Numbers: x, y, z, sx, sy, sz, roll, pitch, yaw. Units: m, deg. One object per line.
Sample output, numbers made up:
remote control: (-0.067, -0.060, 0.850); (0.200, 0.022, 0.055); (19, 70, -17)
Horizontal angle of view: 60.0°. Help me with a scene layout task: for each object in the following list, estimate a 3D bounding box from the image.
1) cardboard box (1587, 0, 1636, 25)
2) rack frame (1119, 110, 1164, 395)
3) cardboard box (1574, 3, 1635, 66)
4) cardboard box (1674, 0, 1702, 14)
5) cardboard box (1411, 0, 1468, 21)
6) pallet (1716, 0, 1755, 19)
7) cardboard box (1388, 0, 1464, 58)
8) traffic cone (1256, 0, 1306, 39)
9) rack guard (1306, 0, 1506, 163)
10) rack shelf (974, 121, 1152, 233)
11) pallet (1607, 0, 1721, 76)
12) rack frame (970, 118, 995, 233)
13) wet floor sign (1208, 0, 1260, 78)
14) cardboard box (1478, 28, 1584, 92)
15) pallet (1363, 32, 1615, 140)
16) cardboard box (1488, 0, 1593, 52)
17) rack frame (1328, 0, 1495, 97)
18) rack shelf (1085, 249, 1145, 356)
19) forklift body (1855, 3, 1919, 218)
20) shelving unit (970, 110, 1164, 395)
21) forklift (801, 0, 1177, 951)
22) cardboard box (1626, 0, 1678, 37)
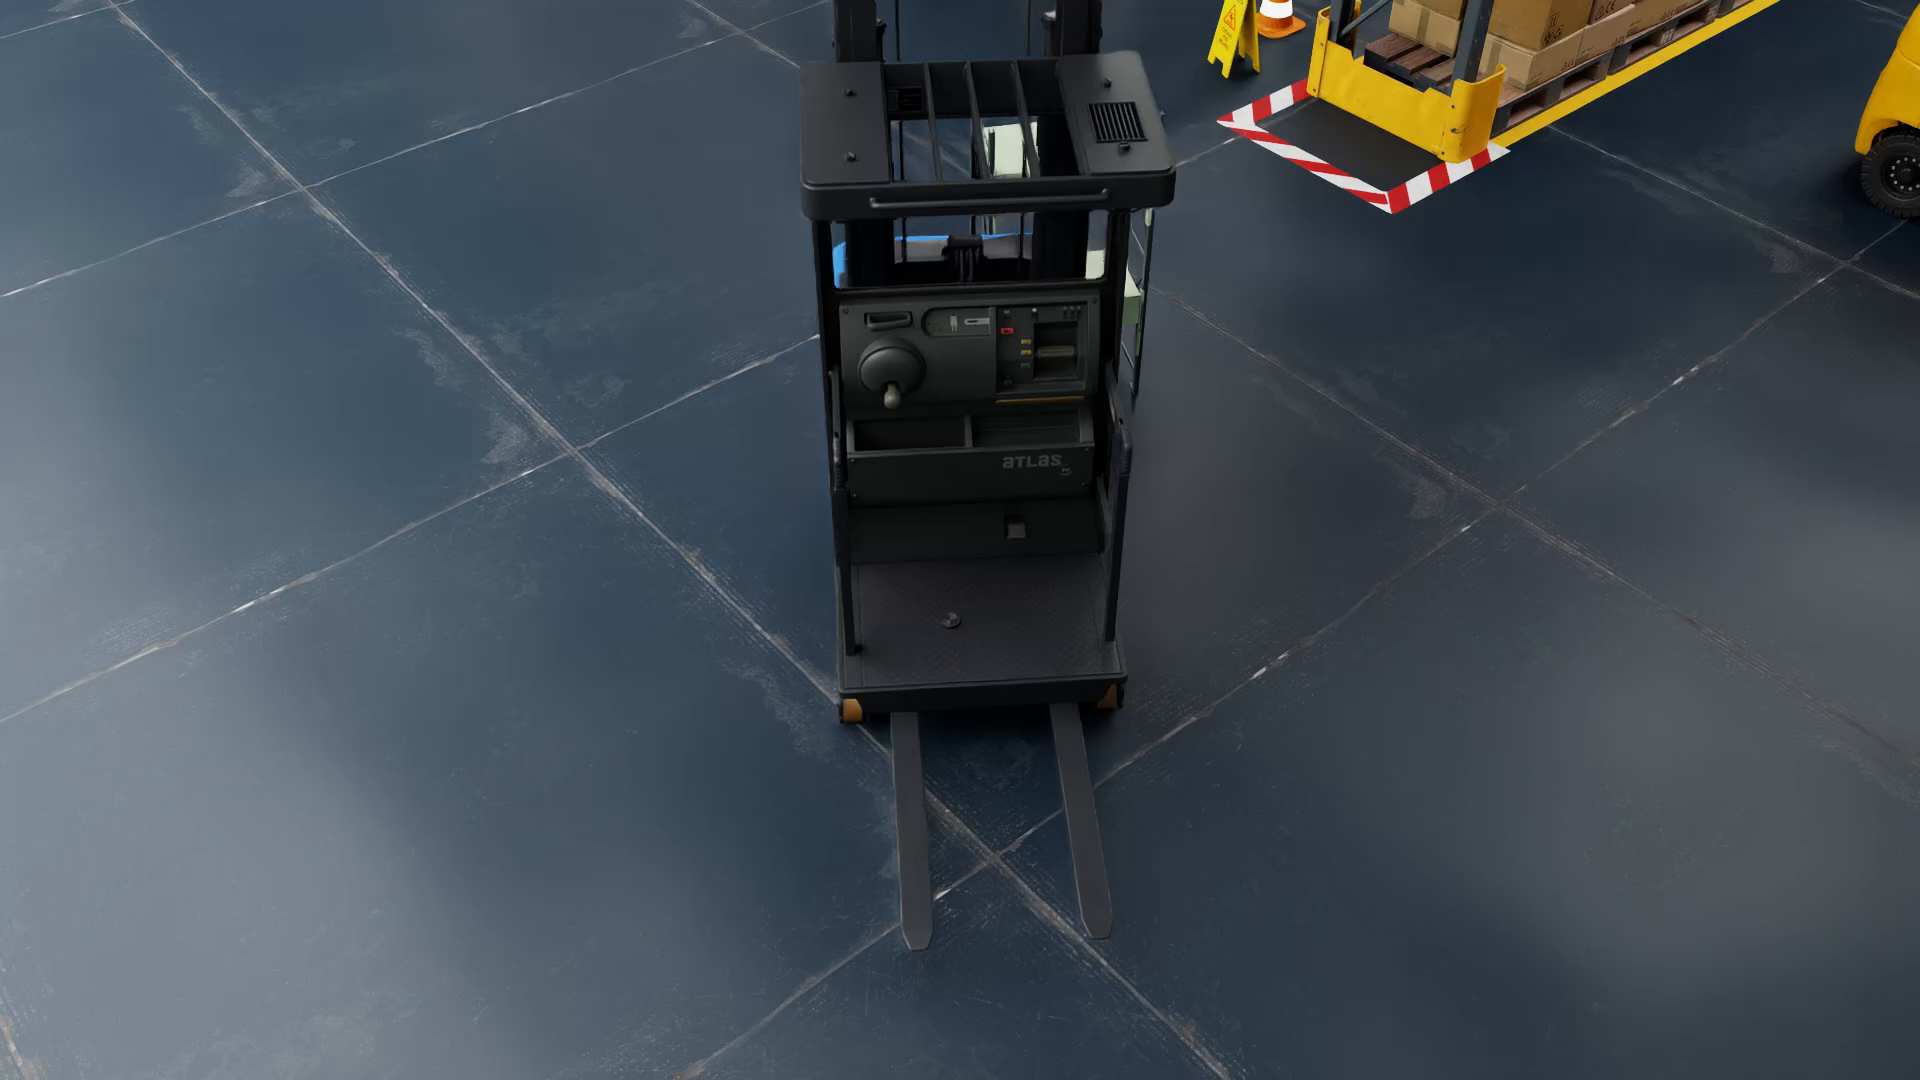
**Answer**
cardboard box: (3.770, -3.479, 9.971); (0.500, 0.500, 0.500); (-32, 52, -29)
rack frame: (0.812, -1.385, 7.683); (0.023, 1.500, 0.400); (-8, 44, -9)
cardboard box: (3.750, -3.184, 10.204); (0.500, 0.250, 0.500); (-28, 50, -27)
cardboard box: (4.549, -3.650, 10.701); (0.500, 0.250, 0.500); (-29, 50, -27)
cardboard box: (3.005, -3.517, 10.011); (0.500, 0.500, 0.500); (-29, 51, -28)
pallet: (5.133, -4.030, 11.441); (1.213, 0.211, 1.003); (-30, 51, -28)
cardboard box: (3.023, -3.261, 10.287); (0.500, 0.250, 0.500); (-30, 51, -28)
traffic cone: (2.060, -3.545, 10.740); (0.334, 0.463, 0.336); (-30, 51, -28)
rack guard: (2.616, -2.726, 9.841); (0.348, 0.500, 1.175); (-30, 51, -28)
rack shelf: (0.454, -1.619, 7.362); (0.720, 0.370, 0.431); (-8, 44, -9)
pallet: (4.197, -3.492, 10.867); (1.213, 0.211, 1.003); (-30, 51, -28)
rack frame: (0.095, -1.283, 7.575); (0.023, 1.500, 0.400); (-8, 44, -9)
wet floor sign: (1.725, -3.224, 10.265); (0.232, 0.644, 0.267); (-14, 45, -14)
cardboard box: (3.354, -2.963, 9.970); (0.500, 0.250, 0.500); (-30, 51, -28)
pallet: (3.262, -2.959, 10.300); (1.213, 0.211, 1.003); (-30, 51, -28)
cardboard box: (3.371, -3.248, 9.724); (0.500, 0.500, 0.500); (-32, 52, -29)
rack frame: (2.557, -3.604, 8.949); (0.127, 3.000, 1.000); (-30, 51, -28)
rack shelf: (0.454, -1.097, 7.852); (0.720, 0.370, 0.431); (-8, 44, -9)
forklift body: (6.029, -2.480, 8.373); (1.214, 2.155, 2.313); (-30, 51, -28)
shelving unit: (0.454, -1.334, 7.629); (0.755, 1.500, 0.431); (-8, 44, -9)
forklift: (0.056, -0.592, 5.793); (1.130, 2.935, 3.031); (-3, 43, -3)
cardboard box: (4.160, -3.430, 10.466); (0.500, 0.250, 0.500); (-26, 49, -25)
